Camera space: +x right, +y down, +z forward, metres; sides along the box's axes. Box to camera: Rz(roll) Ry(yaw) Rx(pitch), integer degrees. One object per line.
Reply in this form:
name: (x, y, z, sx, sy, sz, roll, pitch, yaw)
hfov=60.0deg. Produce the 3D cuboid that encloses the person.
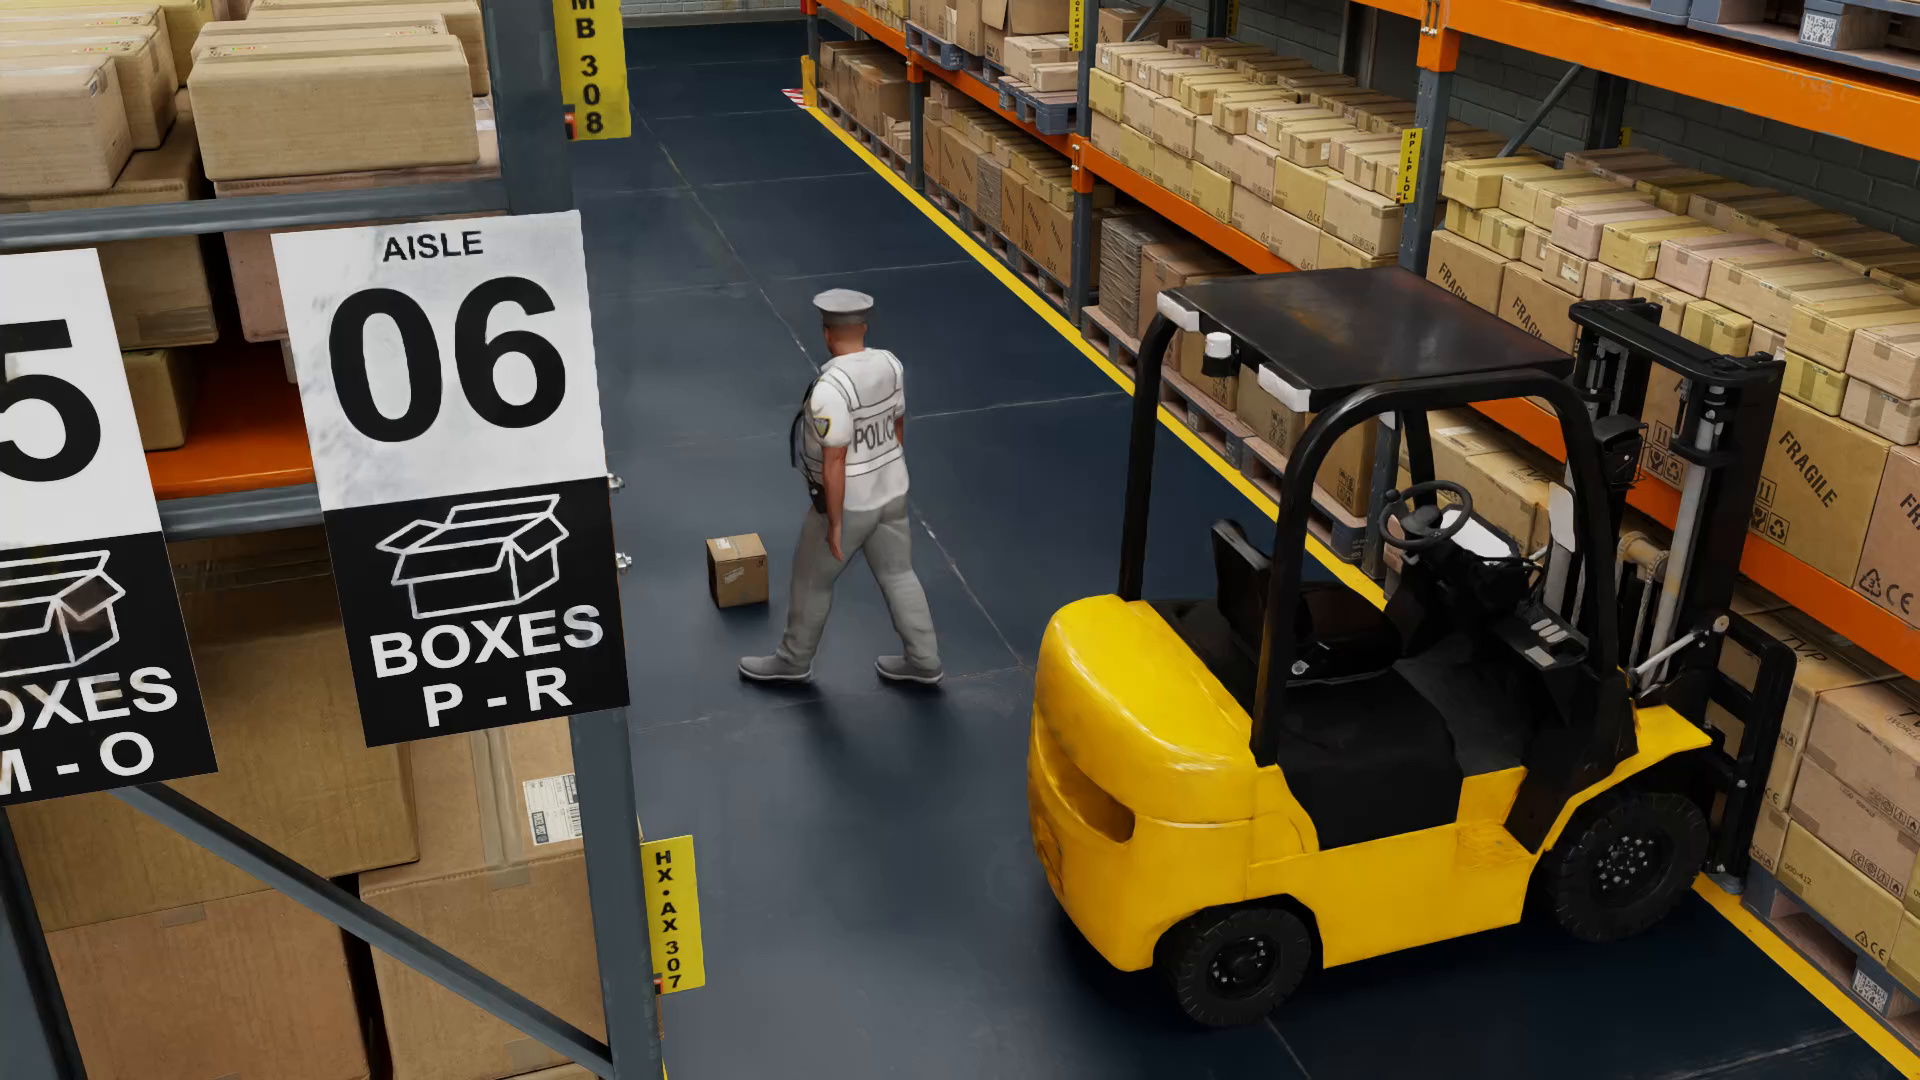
person: (-0.481, -0.193, 6.981, 0.819, 1.712, 0.639, 17, 31, 31)
